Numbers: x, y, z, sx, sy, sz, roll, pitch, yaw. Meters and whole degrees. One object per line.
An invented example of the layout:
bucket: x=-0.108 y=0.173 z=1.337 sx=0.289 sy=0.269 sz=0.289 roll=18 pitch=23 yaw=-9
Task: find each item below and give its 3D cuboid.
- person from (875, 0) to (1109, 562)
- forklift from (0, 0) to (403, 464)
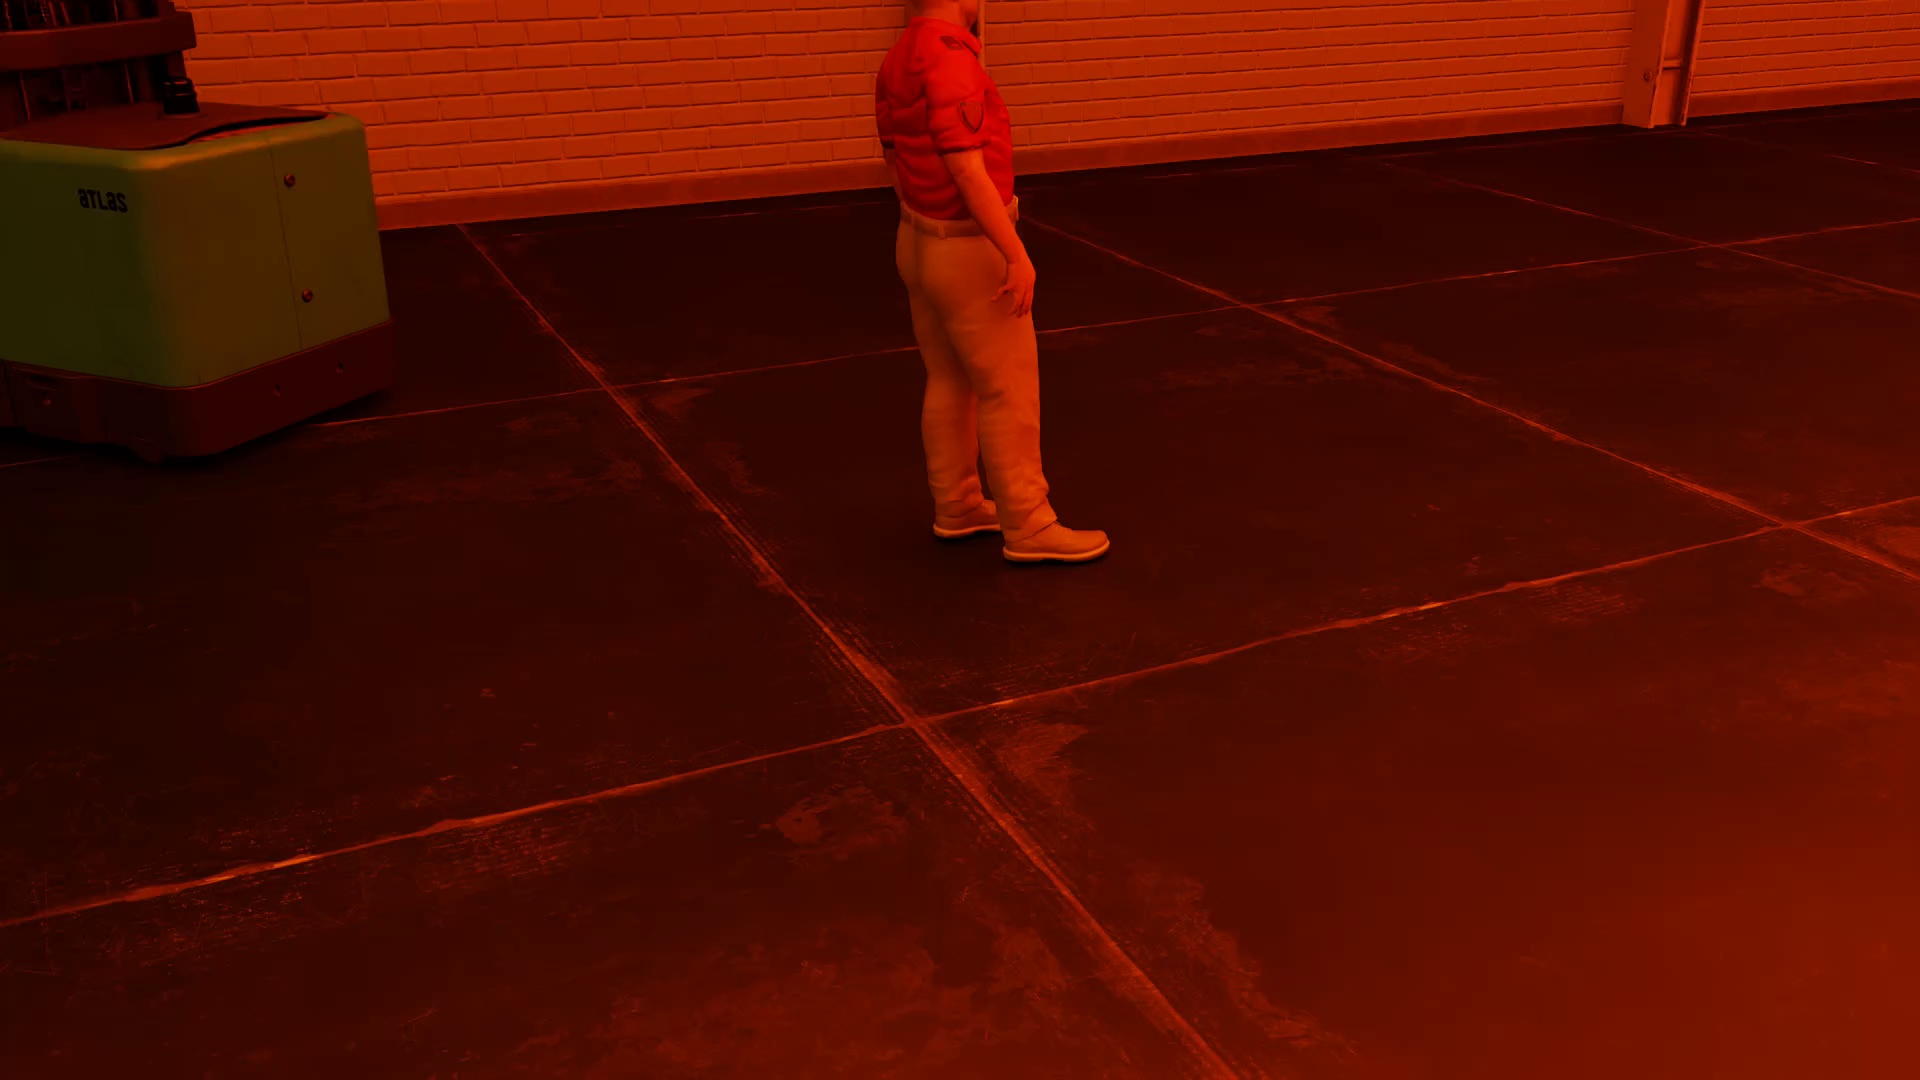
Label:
person: x=0.086 y=-0.815 z=4.797 sx=0.551 sy=1.727 sz=0.640 roll=-10 pitch=25 yaw=-23
forklift: x=-3.707 y=-1.975 z=6.040 sx=3.031 sy=2.935 sz=1.130 roll=10 pitch=25 yaw=22
